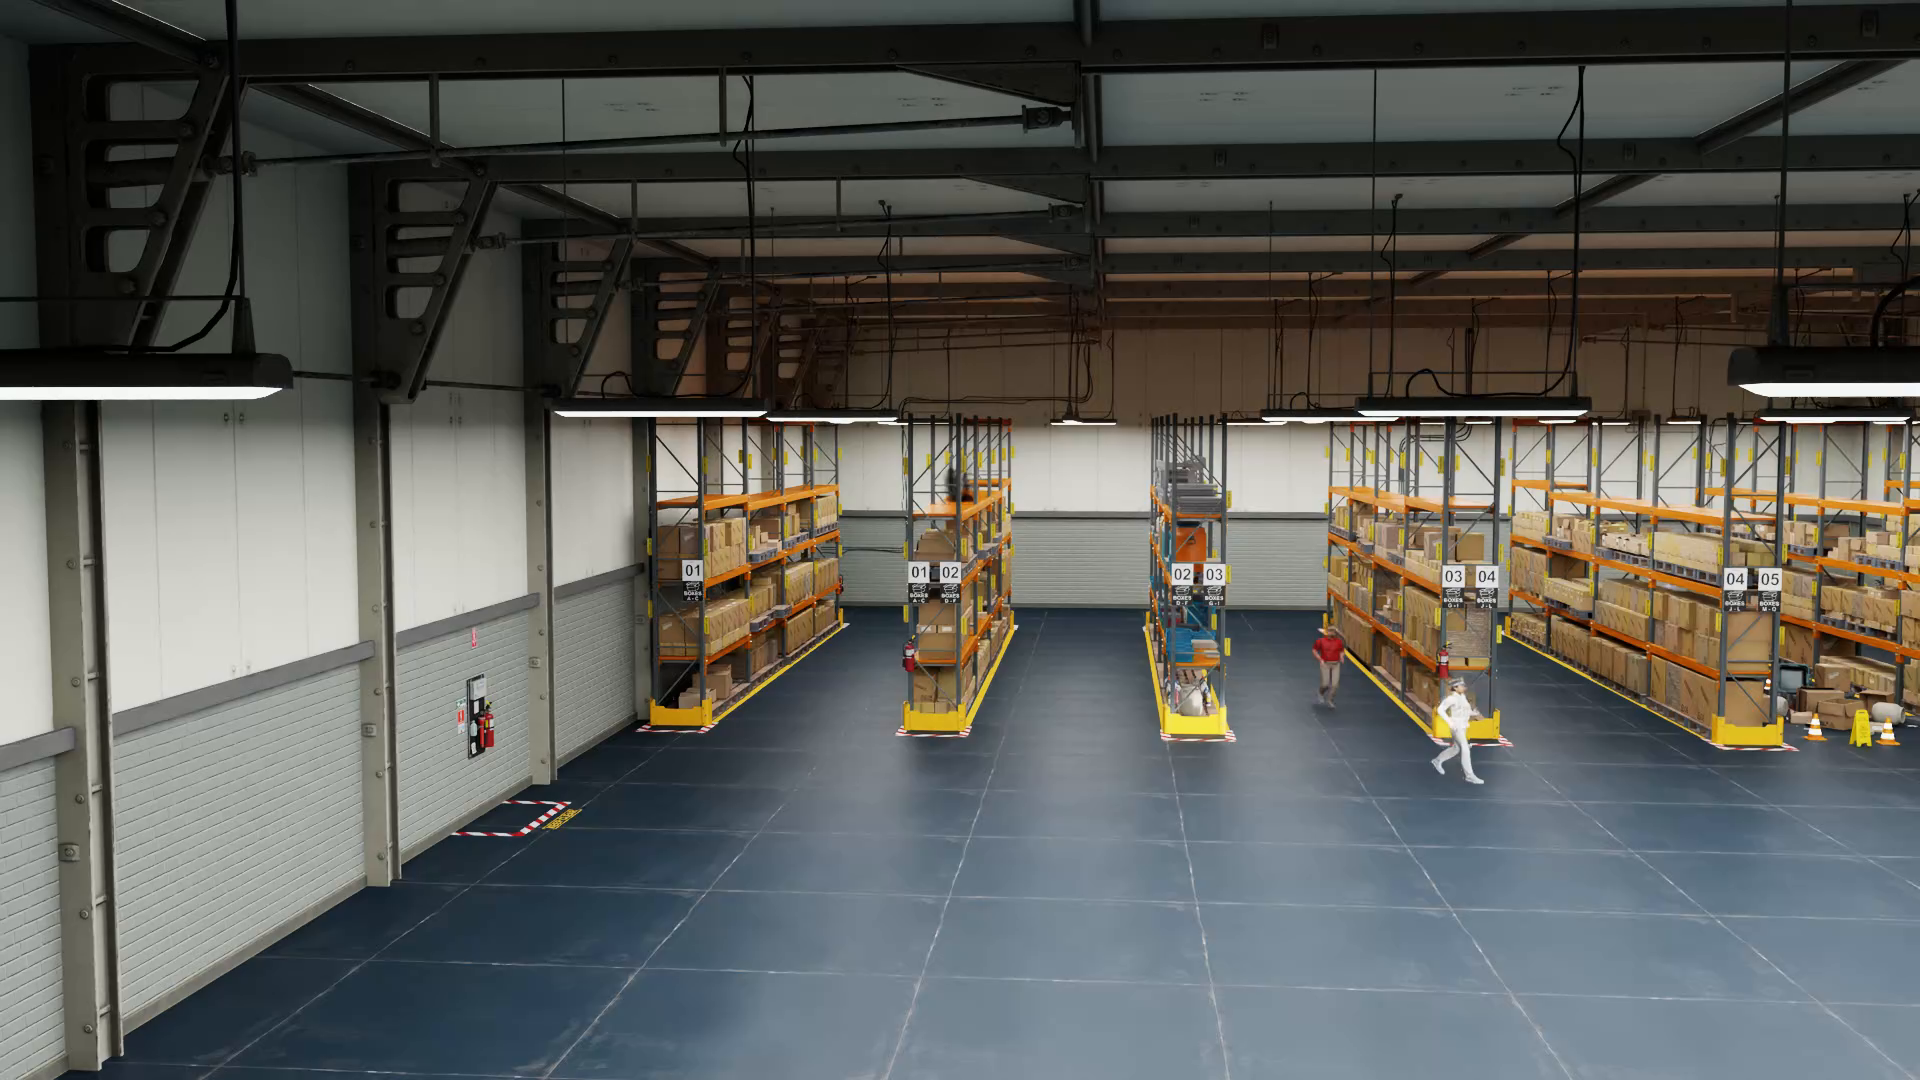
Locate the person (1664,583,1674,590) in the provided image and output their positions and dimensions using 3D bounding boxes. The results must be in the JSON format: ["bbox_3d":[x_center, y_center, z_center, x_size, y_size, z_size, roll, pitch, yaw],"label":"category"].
[{"bbox_3d":[19.985,1.764,47.142,0.532,1.568,0.640,1,4,12],"label":"person"}]

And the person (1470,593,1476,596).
[{"bbox_3d":[13.978,1.781,46.351,0.807,1.768,0.763,2,4,29],"label":"person"}]

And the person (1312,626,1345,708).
[{"bbox_3d":[7.572,2.593,33.999,0.658,1.675,0.569,0,4,-3],"label":"person"}]

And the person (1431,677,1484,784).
[{"bbox_3d":[8.047,3.045,26.888,0.941,1.678,0.613,3,5,40],"label":"person"}]
